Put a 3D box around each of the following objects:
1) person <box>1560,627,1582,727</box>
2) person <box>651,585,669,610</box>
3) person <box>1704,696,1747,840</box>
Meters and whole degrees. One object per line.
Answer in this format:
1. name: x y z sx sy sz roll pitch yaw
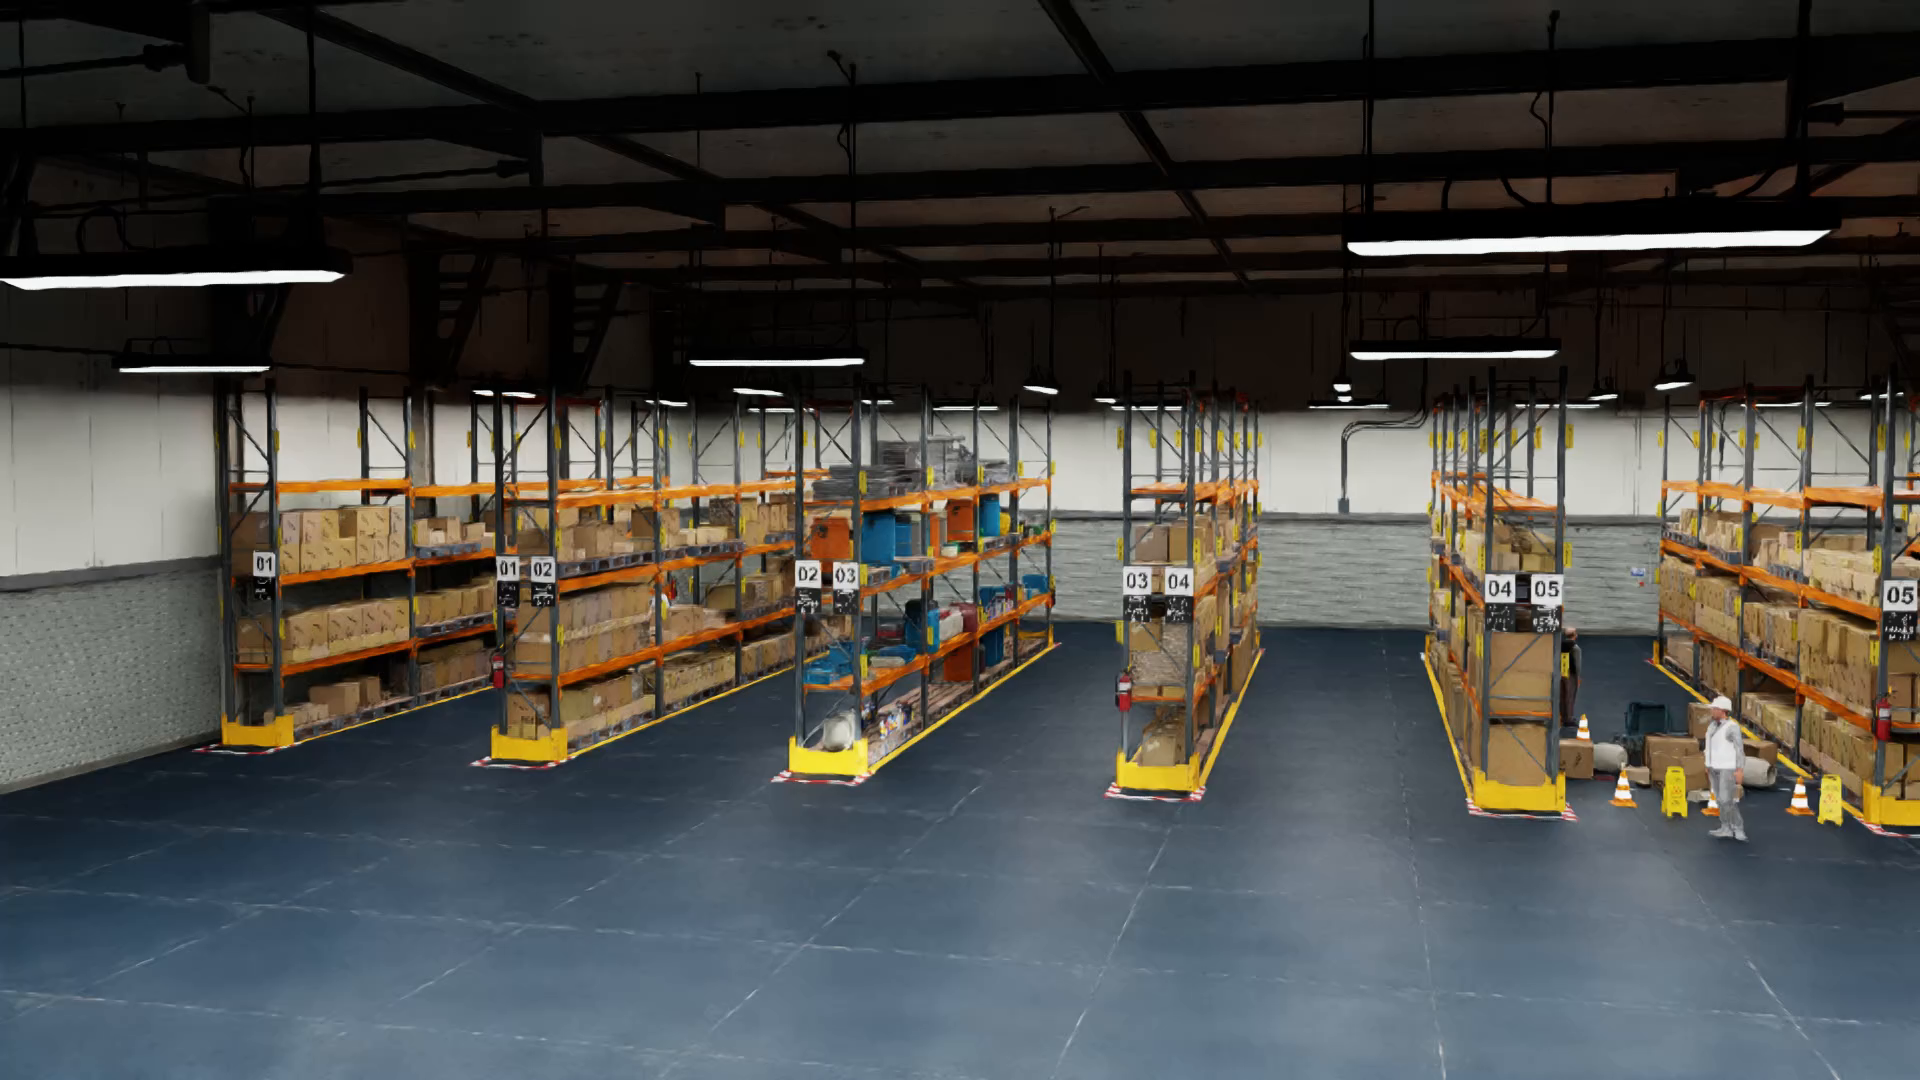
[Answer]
1. person: 10.700 2.377 29.109 0.463 1.732 0.601 -1 4 -16
2. person: -7.030 1.839 39.063 0.463 1.625 0.989 1 4 12
3. person: 9.619 2.853 20.898 0.403 1.767 0.636 -1 4 -15
